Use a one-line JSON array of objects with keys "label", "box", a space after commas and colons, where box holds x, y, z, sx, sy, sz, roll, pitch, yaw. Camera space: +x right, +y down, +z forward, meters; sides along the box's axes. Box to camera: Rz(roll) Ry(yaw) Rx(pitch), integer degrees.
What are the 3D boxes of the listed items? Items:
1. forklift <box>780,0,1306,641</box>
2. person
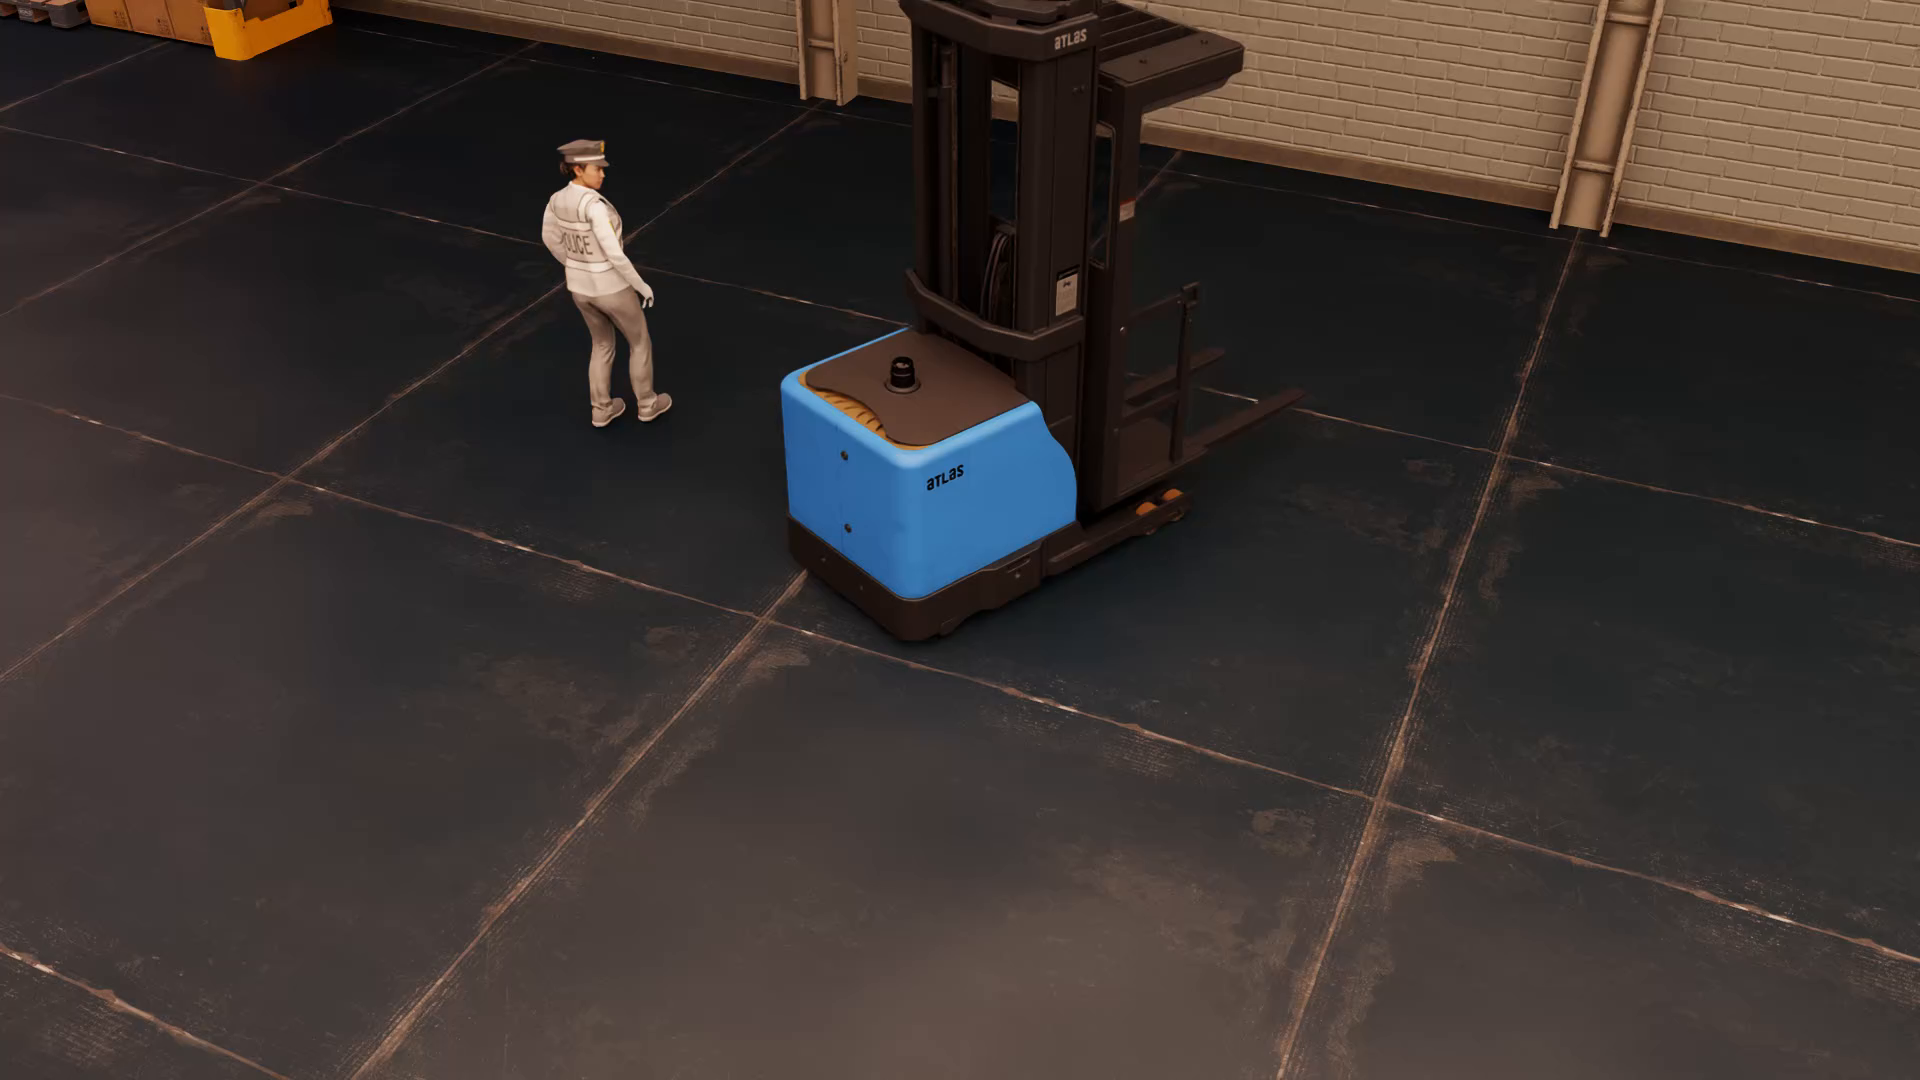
[{"label": "forklift", "box": [0.587, -1.432, 8.094, 3.031, 2.935, 1.130, -26, 43, -32]}, {"label": "person", "box": [-1.948, -1.416, 9.176, 0.694, 1.654, 0.468, 20, 40, 25]}]
